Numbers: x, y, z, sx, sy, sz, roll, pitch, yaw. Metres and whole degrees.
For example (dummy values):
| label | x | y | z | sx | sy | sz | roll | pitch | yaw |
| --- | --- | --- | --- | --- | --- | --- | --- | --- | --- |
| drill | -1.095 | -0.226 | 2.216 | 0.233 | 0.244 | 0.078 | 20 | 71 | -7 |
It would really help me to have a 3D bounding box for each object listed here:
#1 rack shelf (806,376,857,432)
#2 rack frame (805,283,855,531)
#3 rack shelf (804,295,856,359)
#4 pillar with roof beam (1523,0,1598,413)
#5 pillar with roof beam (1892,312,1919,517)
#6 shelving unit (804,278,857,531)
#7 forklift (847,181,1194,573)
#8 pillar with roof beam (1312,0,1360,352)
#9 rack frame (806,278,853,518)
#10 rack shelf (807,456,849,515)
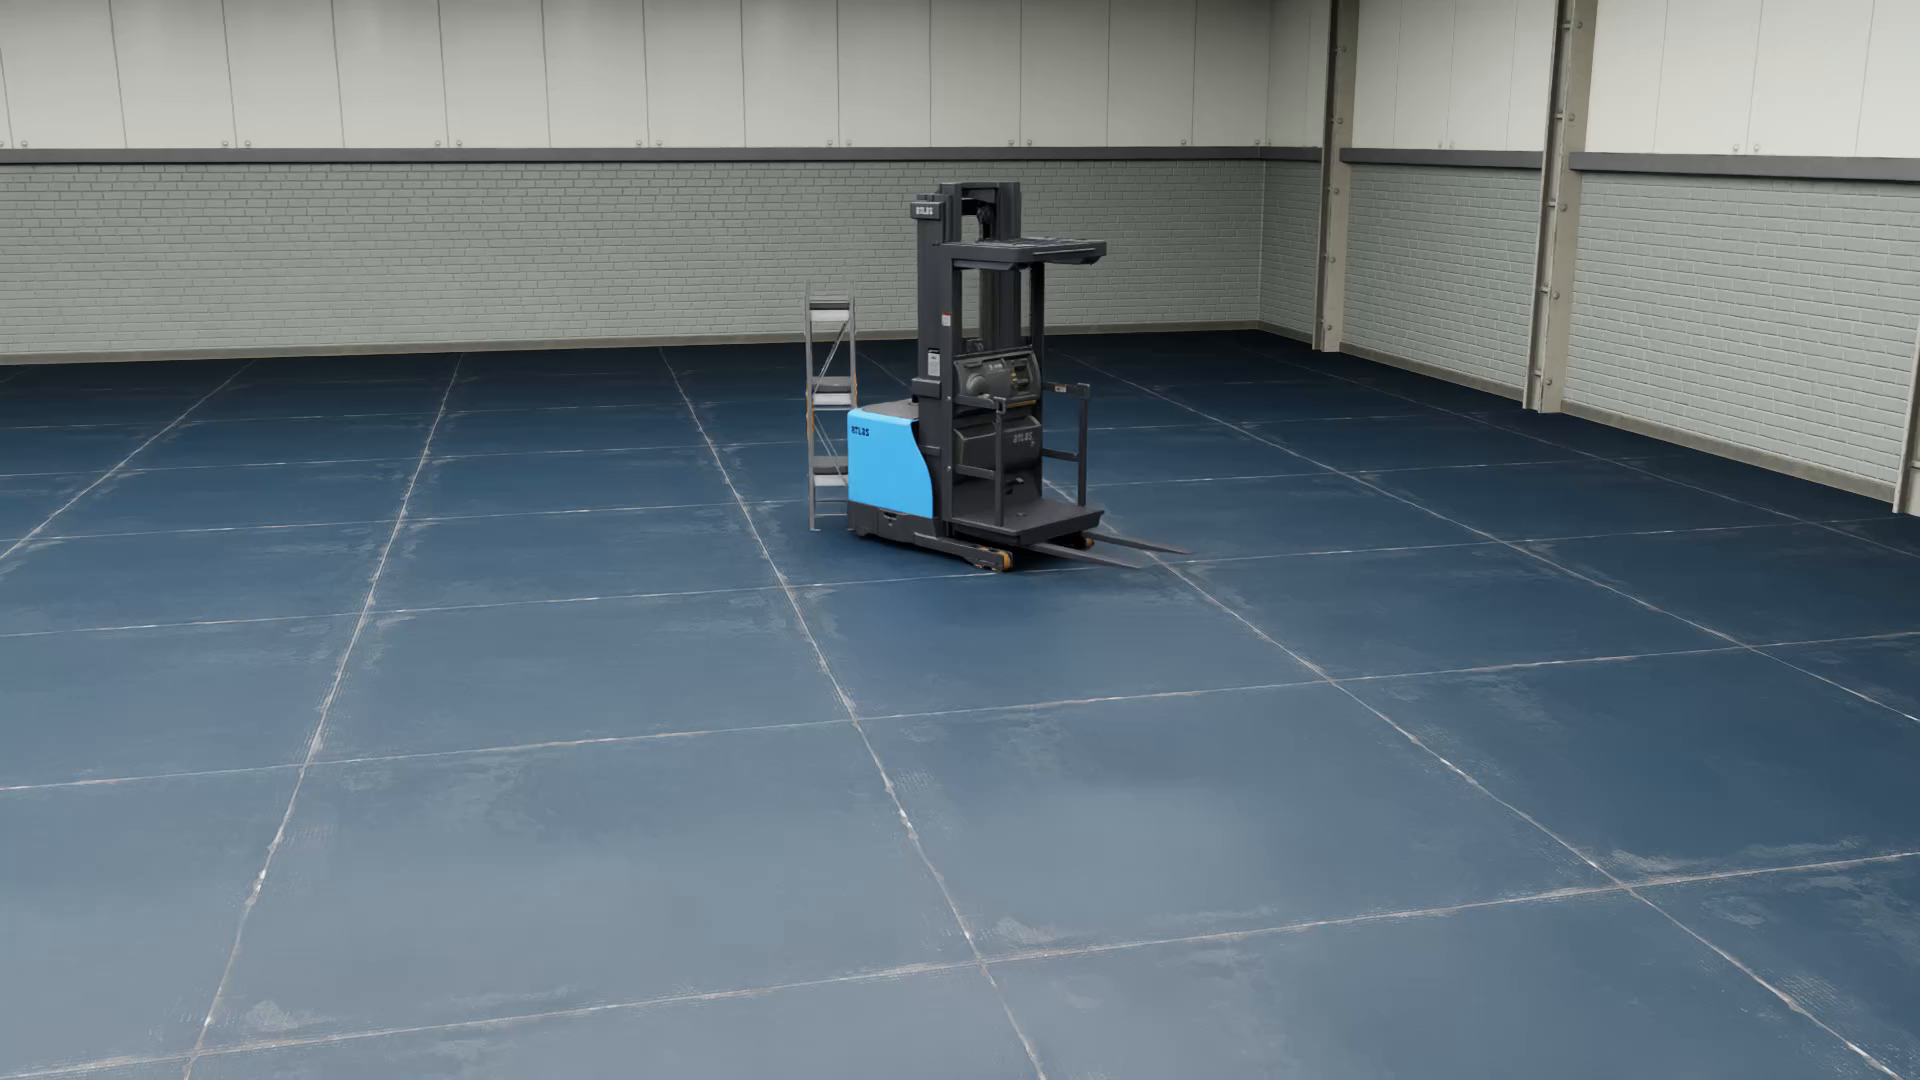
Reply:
| label | x | y | z | sx | sy | sz | roll | pitch | yaw |
| --- | --- | --- | --- | --- | --- | --- | --- | --- | --- |
| rack shelf | -1.099 | -1.146 | 14.253 | 0.431 | 0.518 | 0.480 | -1 | 14 | -4 |
| rack frame | -1.082 | -1.102 | 14.013 | 0.400 | 2.100 | 0.015 | -1 | 14 | -4 |
| rack shelf | -1.099 | -1.826 | 14.087 | 0.431 | 0.518 | 0.480 | -1 | 14 | -4 |
| pillar with roof beam | 2.987 | -5.732 | 18.429 | 9.100 | 9.000 | 0.400 | -3 | 14 | -13 |
| pillar with roof beam | 4.396 | -4.348 | 12.763 | 9.100 | 9.000 | 0.400 | -3 | 14 | -13 |
| shelving unit | -1.099 | -1.160 | 14.249 | 0.431 | 2.100 | 0.503 | -1 | 14 | -4 |
| forklift | 0.455 | -1.308 | 13.104 | 3.031 | 2.935 | 1.130 | 13 | 19 | 42 |
| pillar with roof beam | 1.578 | -7.116 | 24.094 | 9.100 | 9.000 | 0.400 | -3 | 14 | -13 |
| rack frame | -1.115 | -1.217 | 14.486 | 0.400 | 2.100 | 0.015 | -1 | 14 | -4 |
| rack shelf | -1.099 | -0.466 | 14.419 | 0.431 | 0.518 | 0.480 | -1 | 14 | -4 |
